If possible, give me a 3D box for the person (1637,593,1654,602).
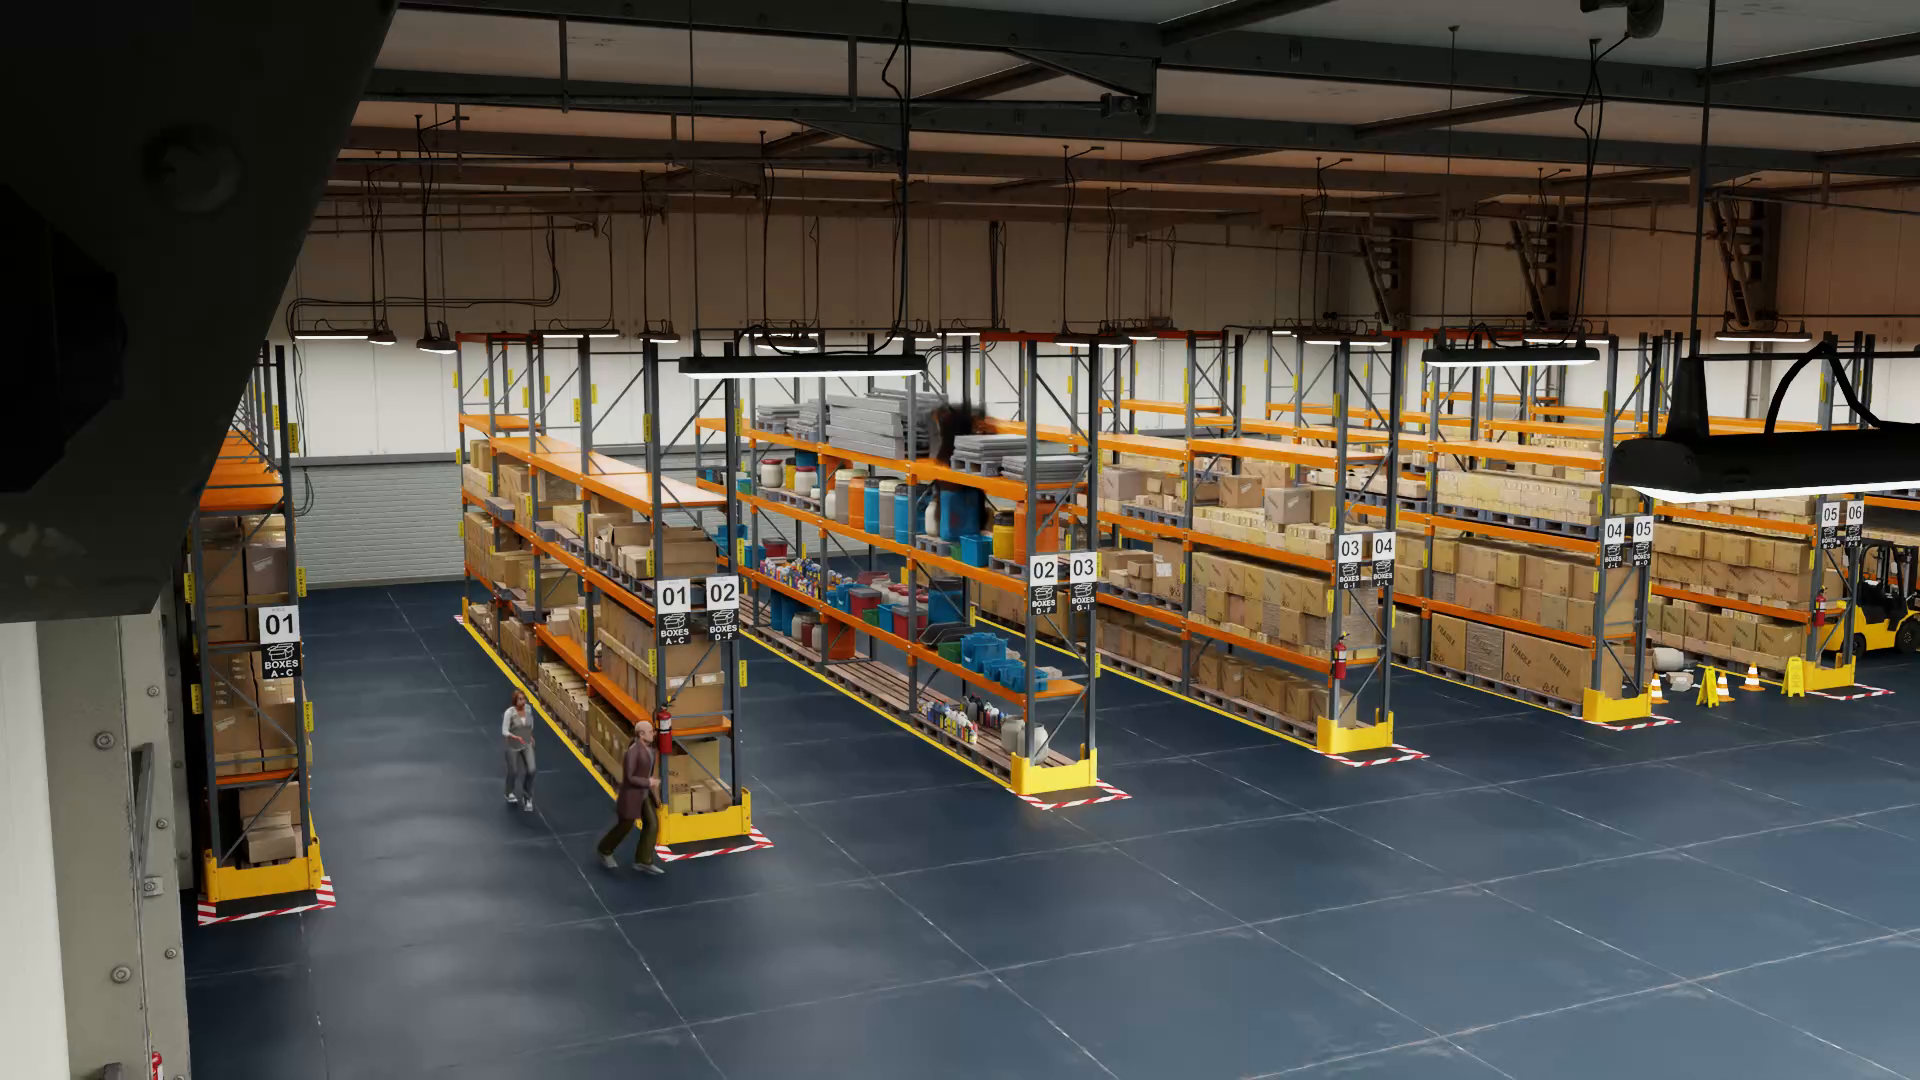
[{"bbox_3d":[14.049,0.914,33.889,0.607,1.789,0.834,-6,10,-36],"label":"person"}]

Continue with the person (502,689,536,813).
[{"bbox_3d":[-5.657,2.696,21.332,0.462,1.616,0.792,-5,9,-32],"label":"person"}]

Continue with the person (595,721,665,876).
[{"bbox_3d":[-3.787,2.920,18.984,0.880,1.787,0.694,3,8,20],"label":"person"}]
